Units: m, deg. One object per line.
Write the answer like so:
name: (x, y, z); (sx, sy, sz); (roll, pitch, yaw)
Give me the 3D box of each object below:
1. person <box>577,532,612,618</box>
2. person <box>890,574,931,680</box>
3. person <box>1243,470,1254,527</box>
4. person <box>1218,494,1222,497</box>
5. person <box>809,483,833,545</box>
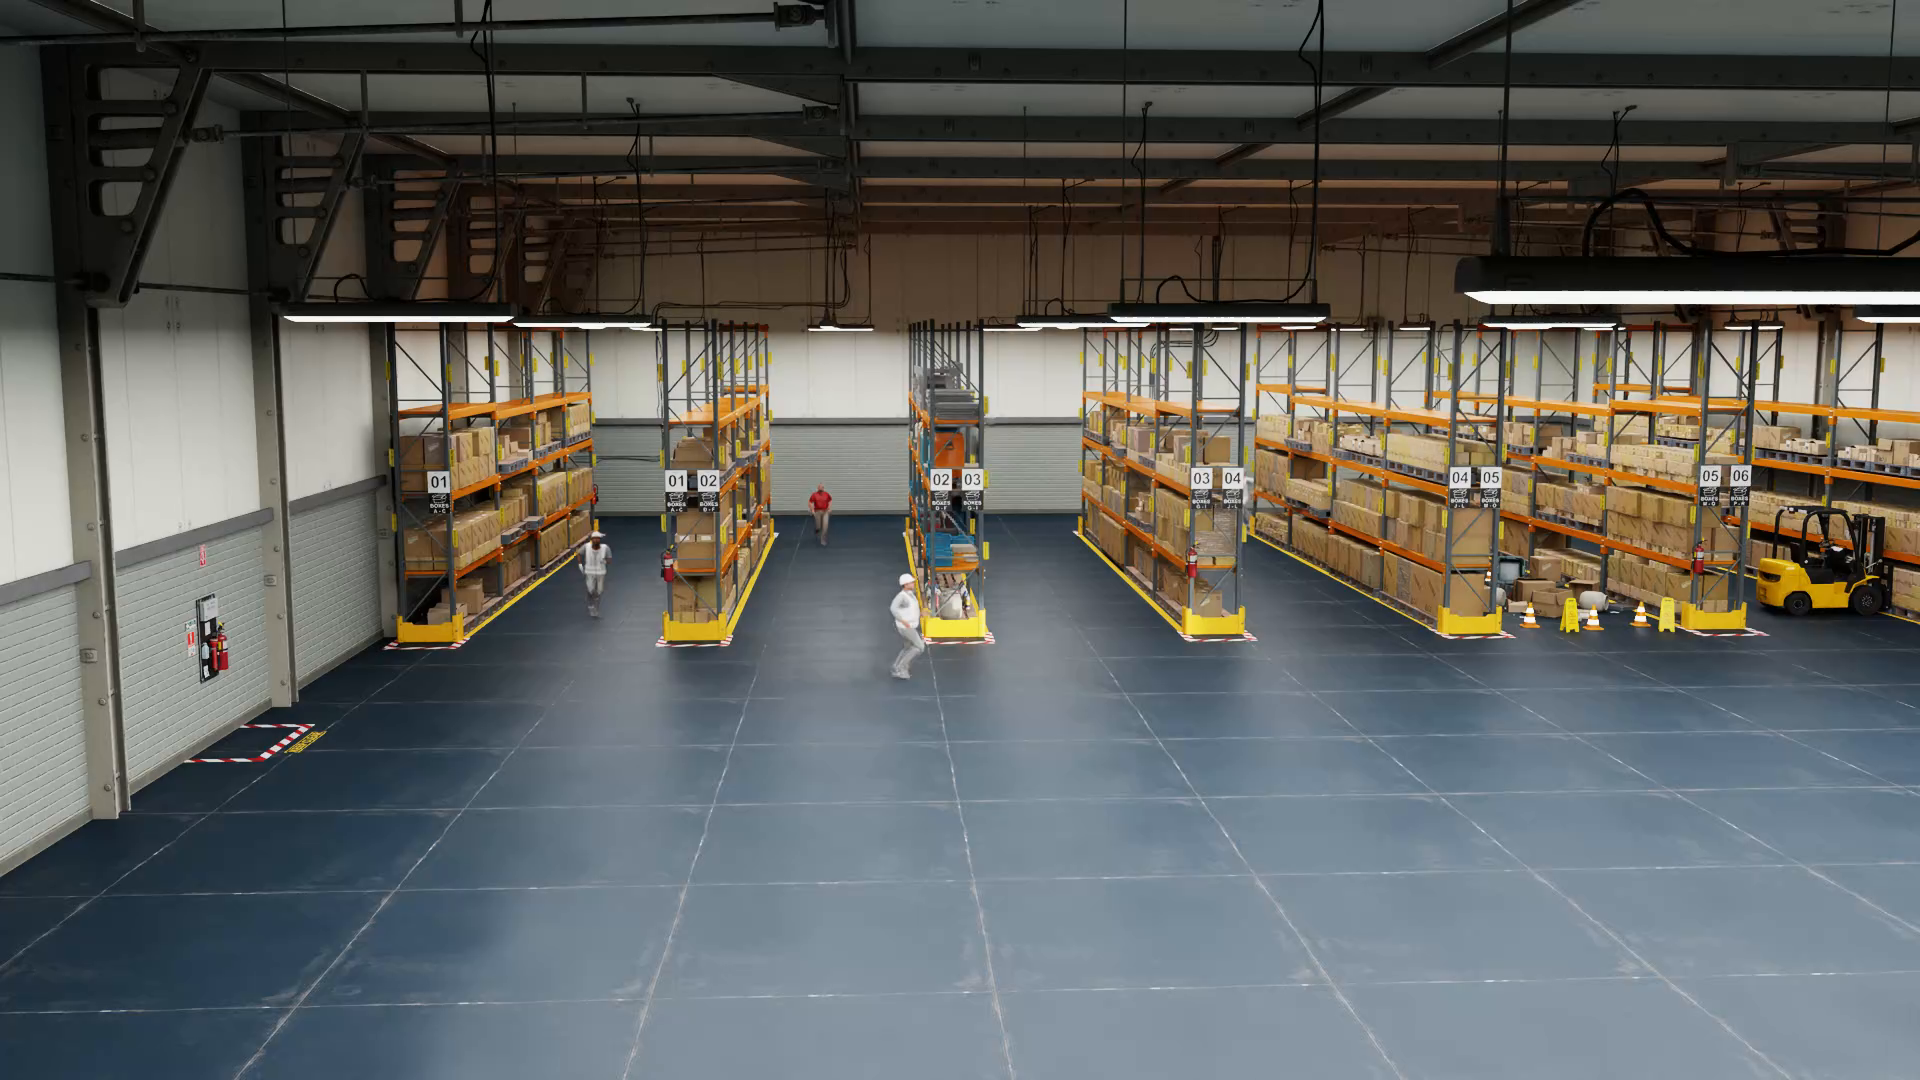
person: (-7.376, 0.698, 33.645); (0.666, 1.756, 0.742); (-2, 7, -19)
person: (-0.832, 1.441, 27.671); (0.675, 1.753, 0.634); (1, 7, 11)
person: (8.363, -1.204, 49.052); (0.932, 1.822, 0.723); (-4, 8, -29)
person: (7.017, -0.617, 45.071); (0.566, 1.588, 0.866); (-2, 7, -15)
person: (-3.796, -0.718, 45.477); (0.670, 1.686, 0.648); (-2, 7, -16)
